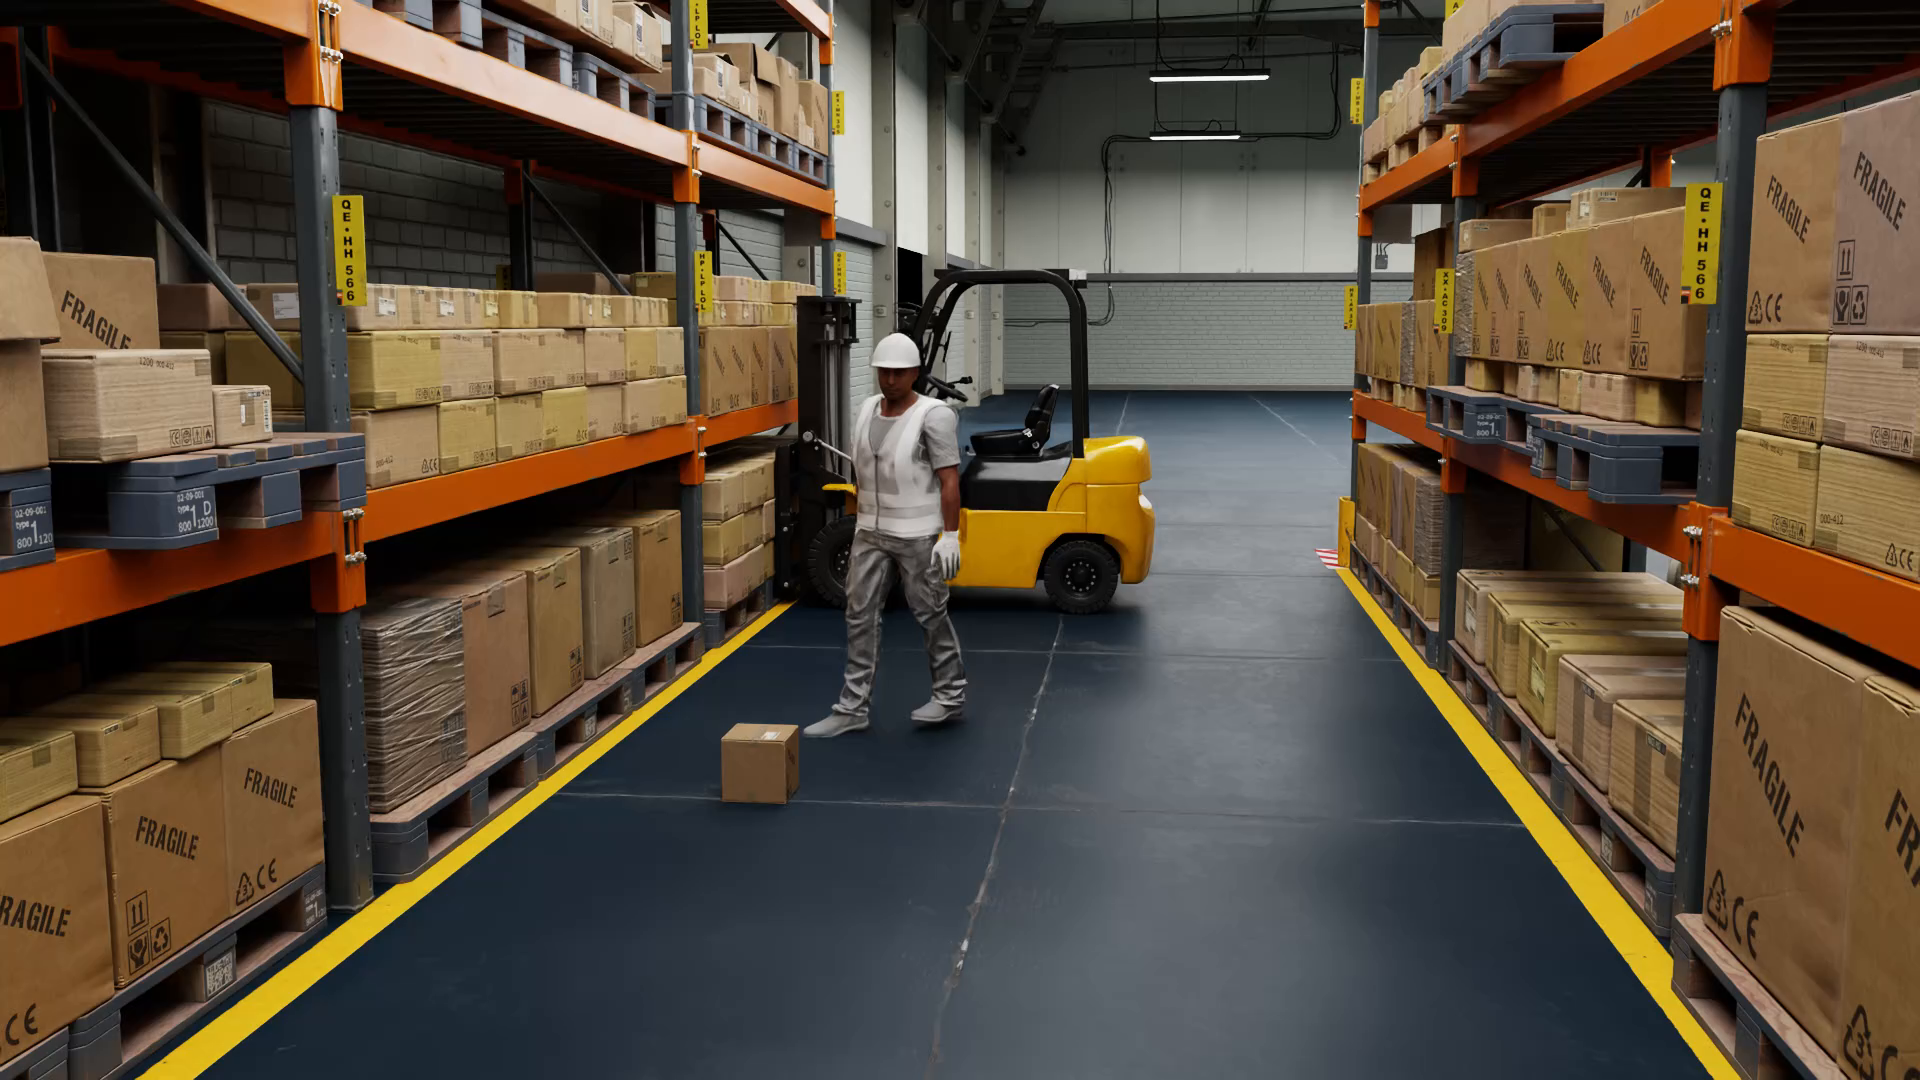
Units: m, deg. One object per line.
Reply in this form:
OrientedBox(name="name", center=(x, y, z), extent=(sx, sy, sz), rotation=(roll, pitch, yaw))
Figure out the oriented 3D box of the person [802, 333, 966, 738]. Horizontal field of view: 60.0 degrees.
OrientedBox(name="person", center=(-0.263, -0.012, 7.362), extent=(0.638, 1.797, 0.670), rotation=(6, 9, 38))
